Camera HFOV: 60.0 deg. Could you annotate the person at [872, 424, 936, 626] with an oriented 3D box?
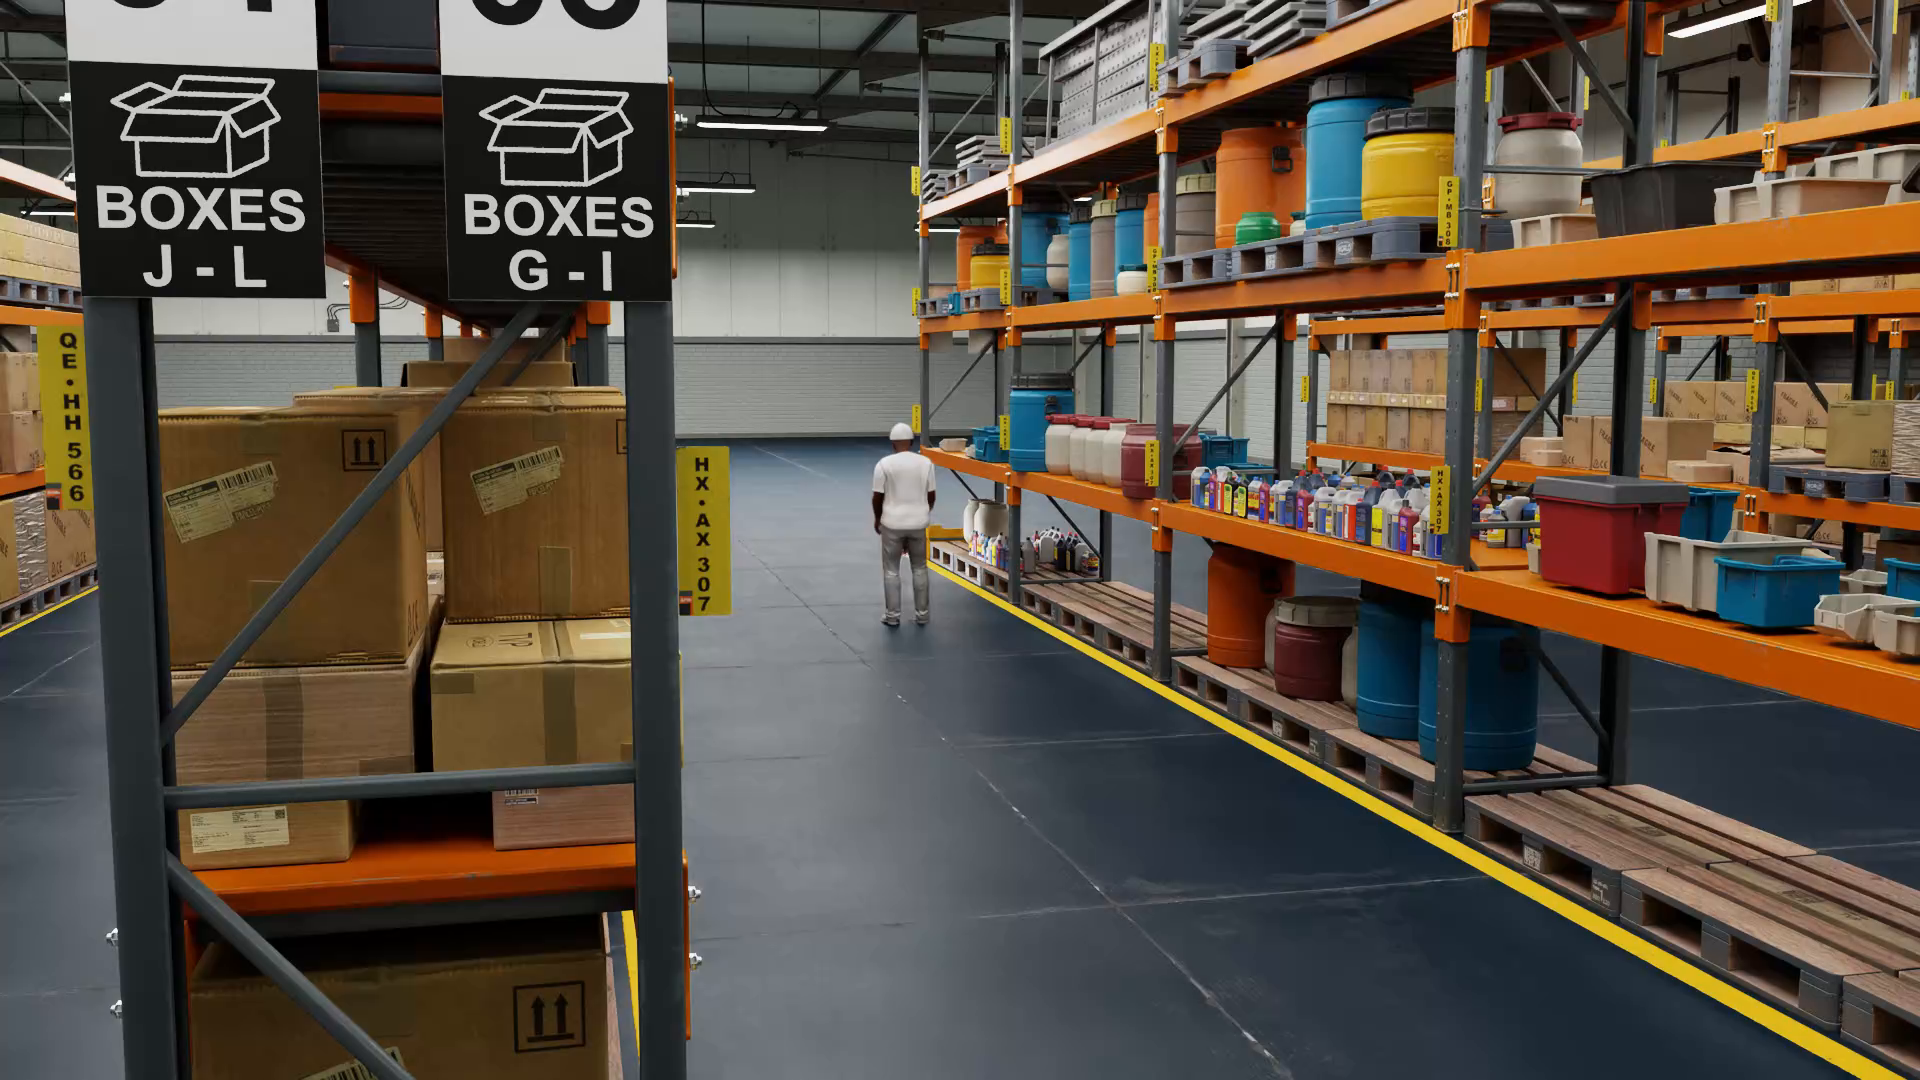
[{"bbox_3d":[-0.497,-0.138,14.641,0.577,1.767,0.446,-2,6,-15],"label":"person"}]
